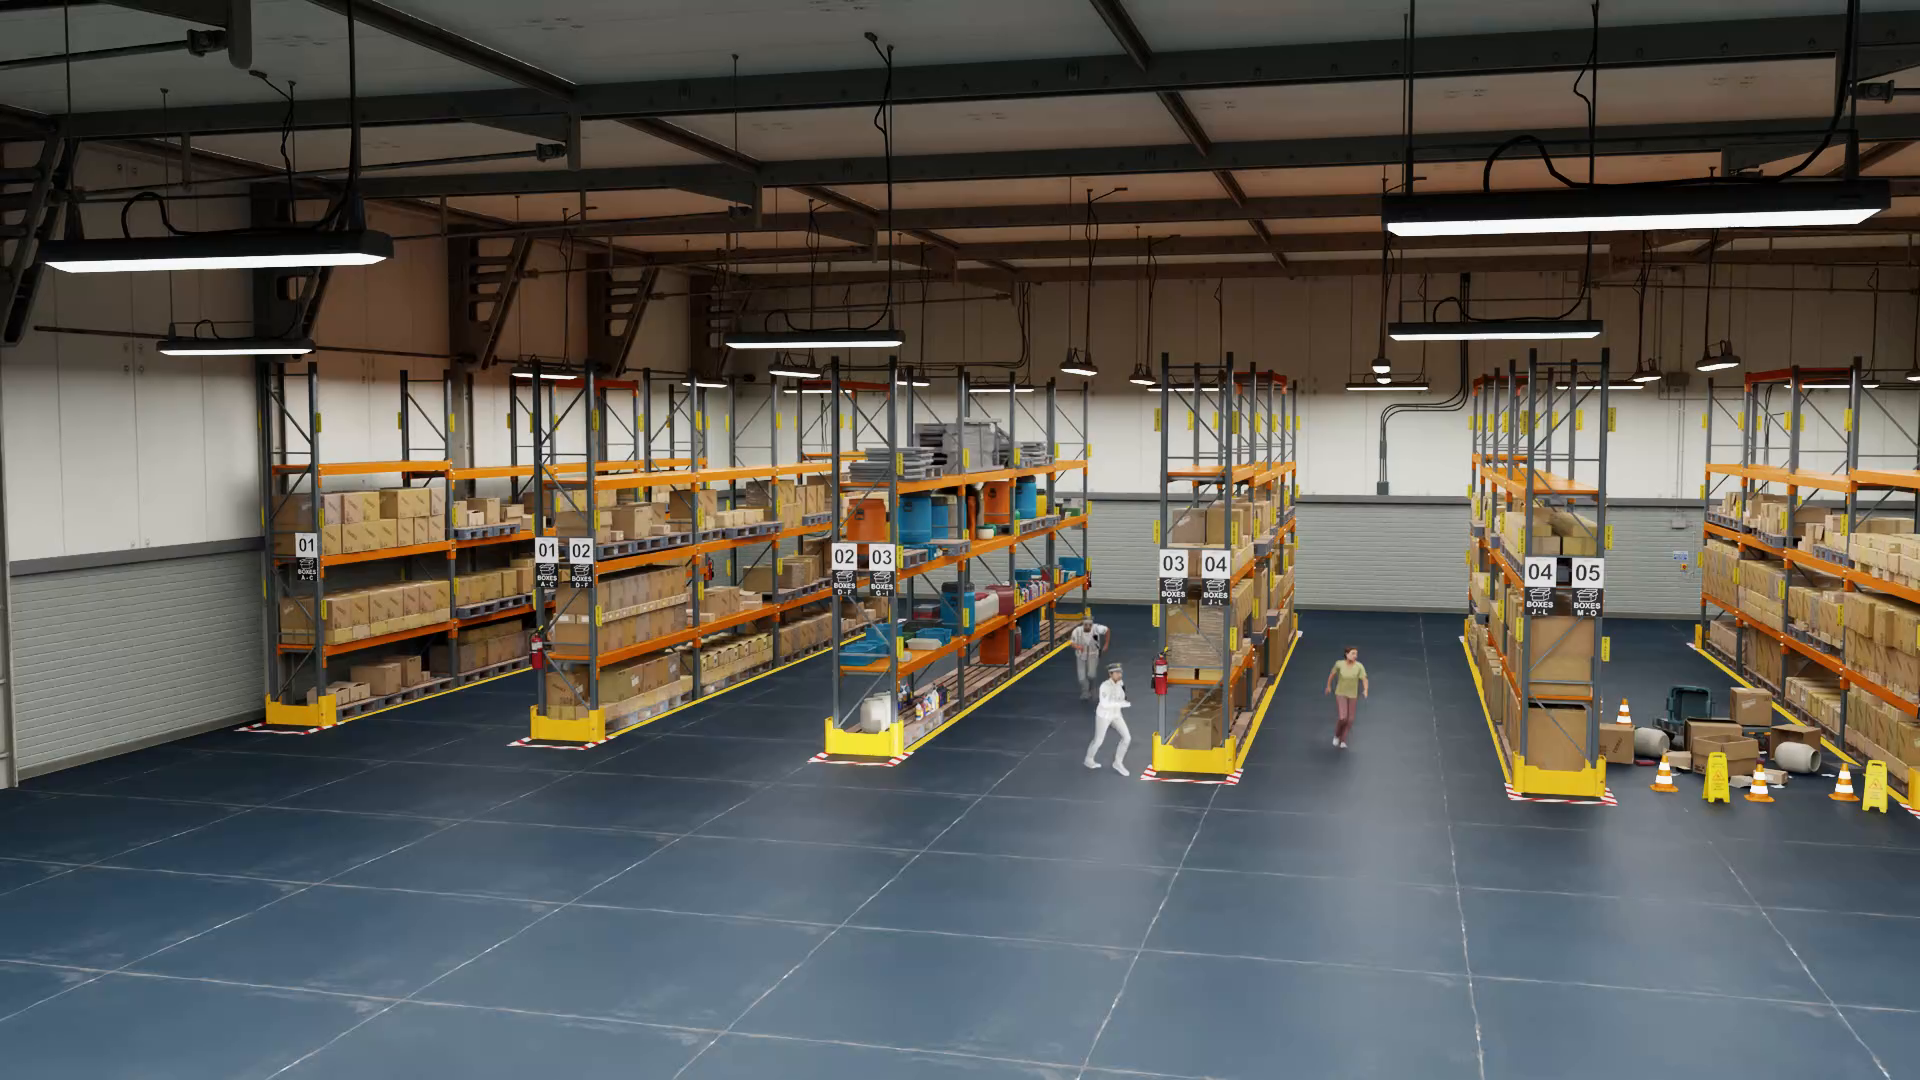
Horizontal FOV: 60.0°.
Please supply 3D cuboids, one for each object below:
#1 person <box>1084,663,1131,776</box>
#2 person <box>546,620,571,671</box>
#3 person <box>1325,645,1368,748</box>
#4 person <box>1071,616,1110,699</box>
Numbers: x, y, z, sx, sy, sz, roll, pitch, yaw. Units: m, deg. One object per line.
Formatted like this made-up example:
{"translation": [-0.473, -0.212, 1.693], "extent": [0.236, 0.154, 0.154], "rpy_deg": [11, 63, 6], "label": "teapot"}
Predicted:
{"translation": [2.106, 2.522, 23.577], "extent": [0.541, 1.637, 0.924], "rpy_deg": [-3, 5, -36], "label": "person"}
{"translation": [-7.429, 2.024, 31.109], "extent": [0.604, 1.616, 0.716], "rpy_deg": [0, 4, -5], "label": "person"}
{"translation": [5.941, 2.396, 25.380], "extent": [0.532, 1.616, 0.755], "rpy_deg": [0, 4, -4], "label": "person"}
{"translation": [2.332, 2.115, 29.791], "extent": [0.705, 1.561, 0.917], "rpy_deg": [0, 4, 4], "label": "person"}
